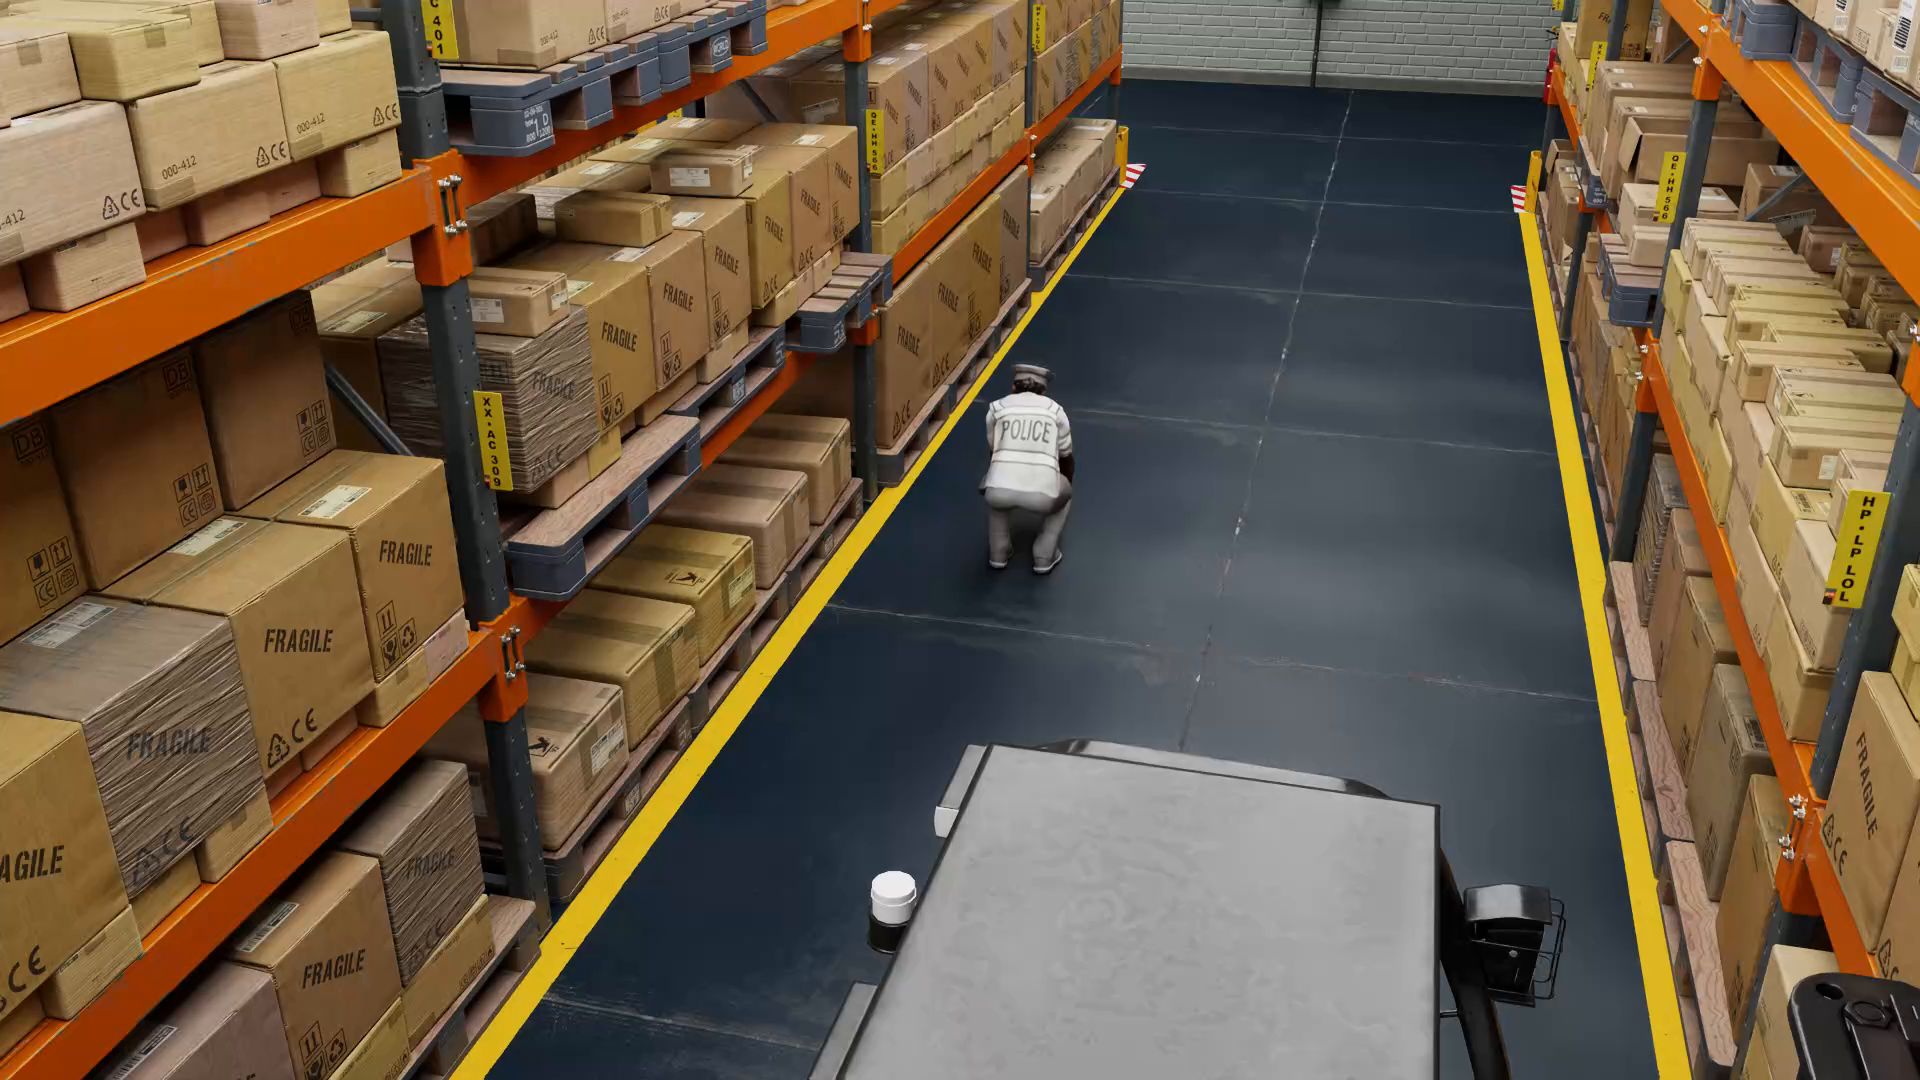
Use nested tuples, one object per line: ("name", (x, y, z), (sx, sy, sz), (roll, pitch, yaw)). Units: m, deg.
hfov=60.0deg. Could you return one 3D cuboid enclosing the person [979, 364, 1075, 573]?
("person", (0.348, -0.376, 8.704), (0.482, 0.978, 0.832), (6, 26, 13))
